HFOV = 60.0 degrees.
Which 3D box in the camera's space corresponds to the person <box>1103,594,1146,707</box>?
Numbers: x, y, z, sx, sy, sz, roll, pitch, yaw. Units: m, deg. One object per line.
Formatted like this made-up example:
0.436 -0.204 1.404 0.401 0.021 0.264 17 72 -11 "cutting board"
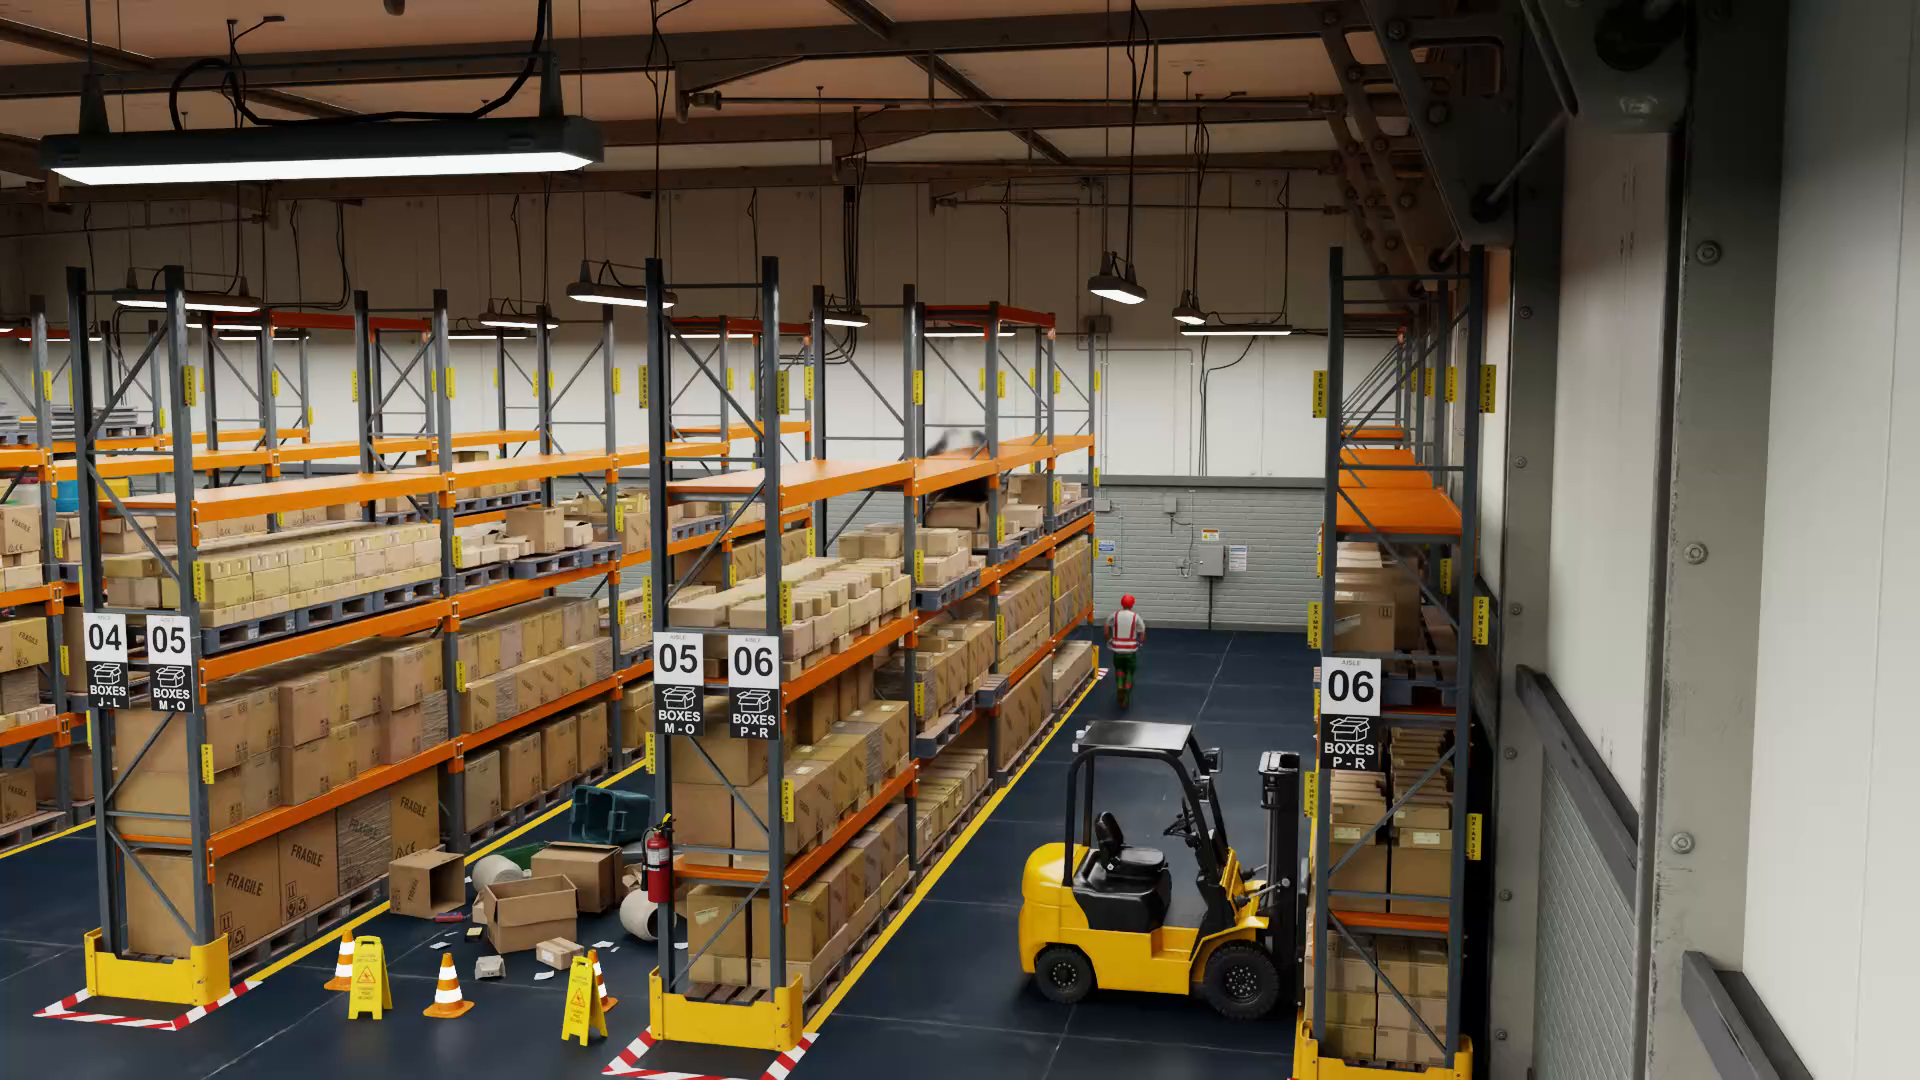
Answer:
2.562 1.696 25.766 0.654 1.744 0.532 1 6 14 "person"
